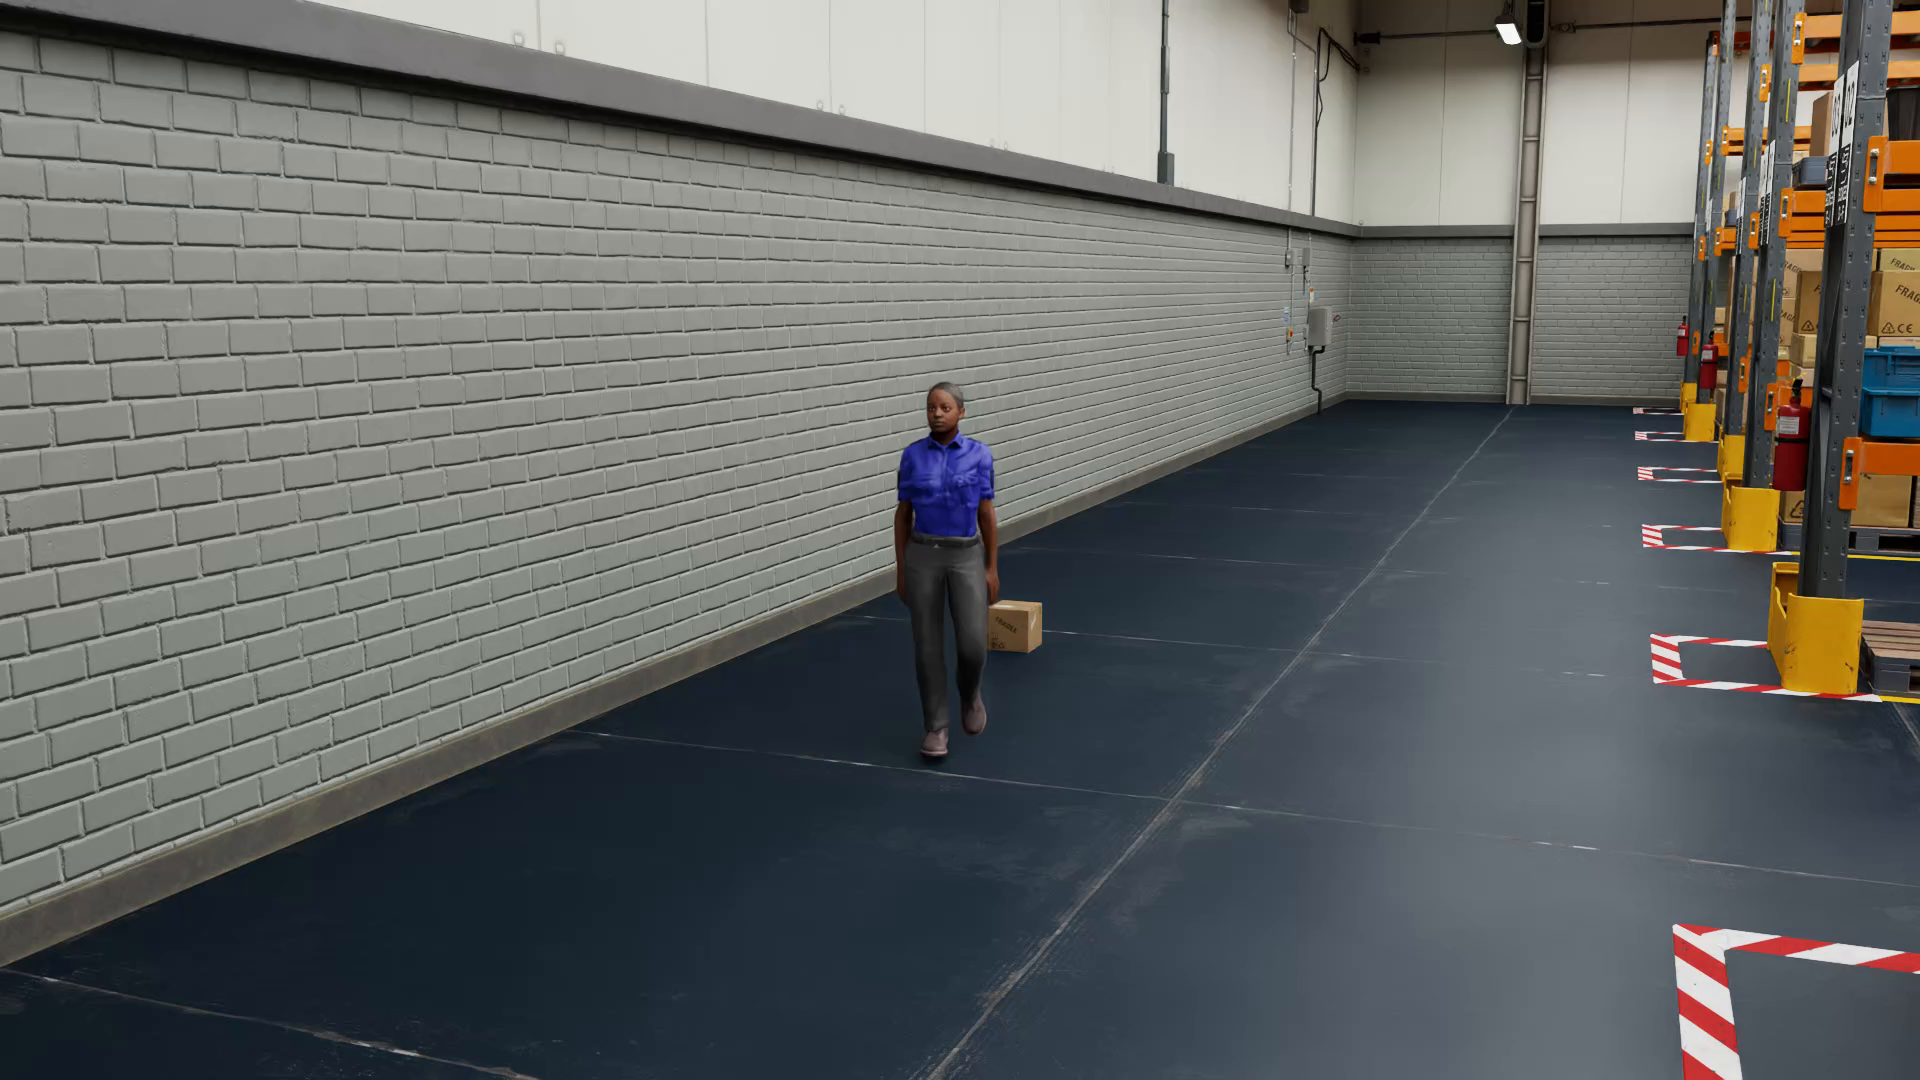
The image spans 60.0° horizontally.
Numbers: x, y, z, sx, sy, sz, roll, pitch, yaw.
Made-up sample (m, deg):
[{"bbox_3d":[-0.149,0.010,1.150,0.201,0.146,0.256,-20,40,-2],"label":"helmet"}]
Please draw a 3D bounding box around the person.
[{"bbox_3d":[-0.059,0.122,7.407,0.472,1.648,0.477,1,9,6],"label":"person"}]
